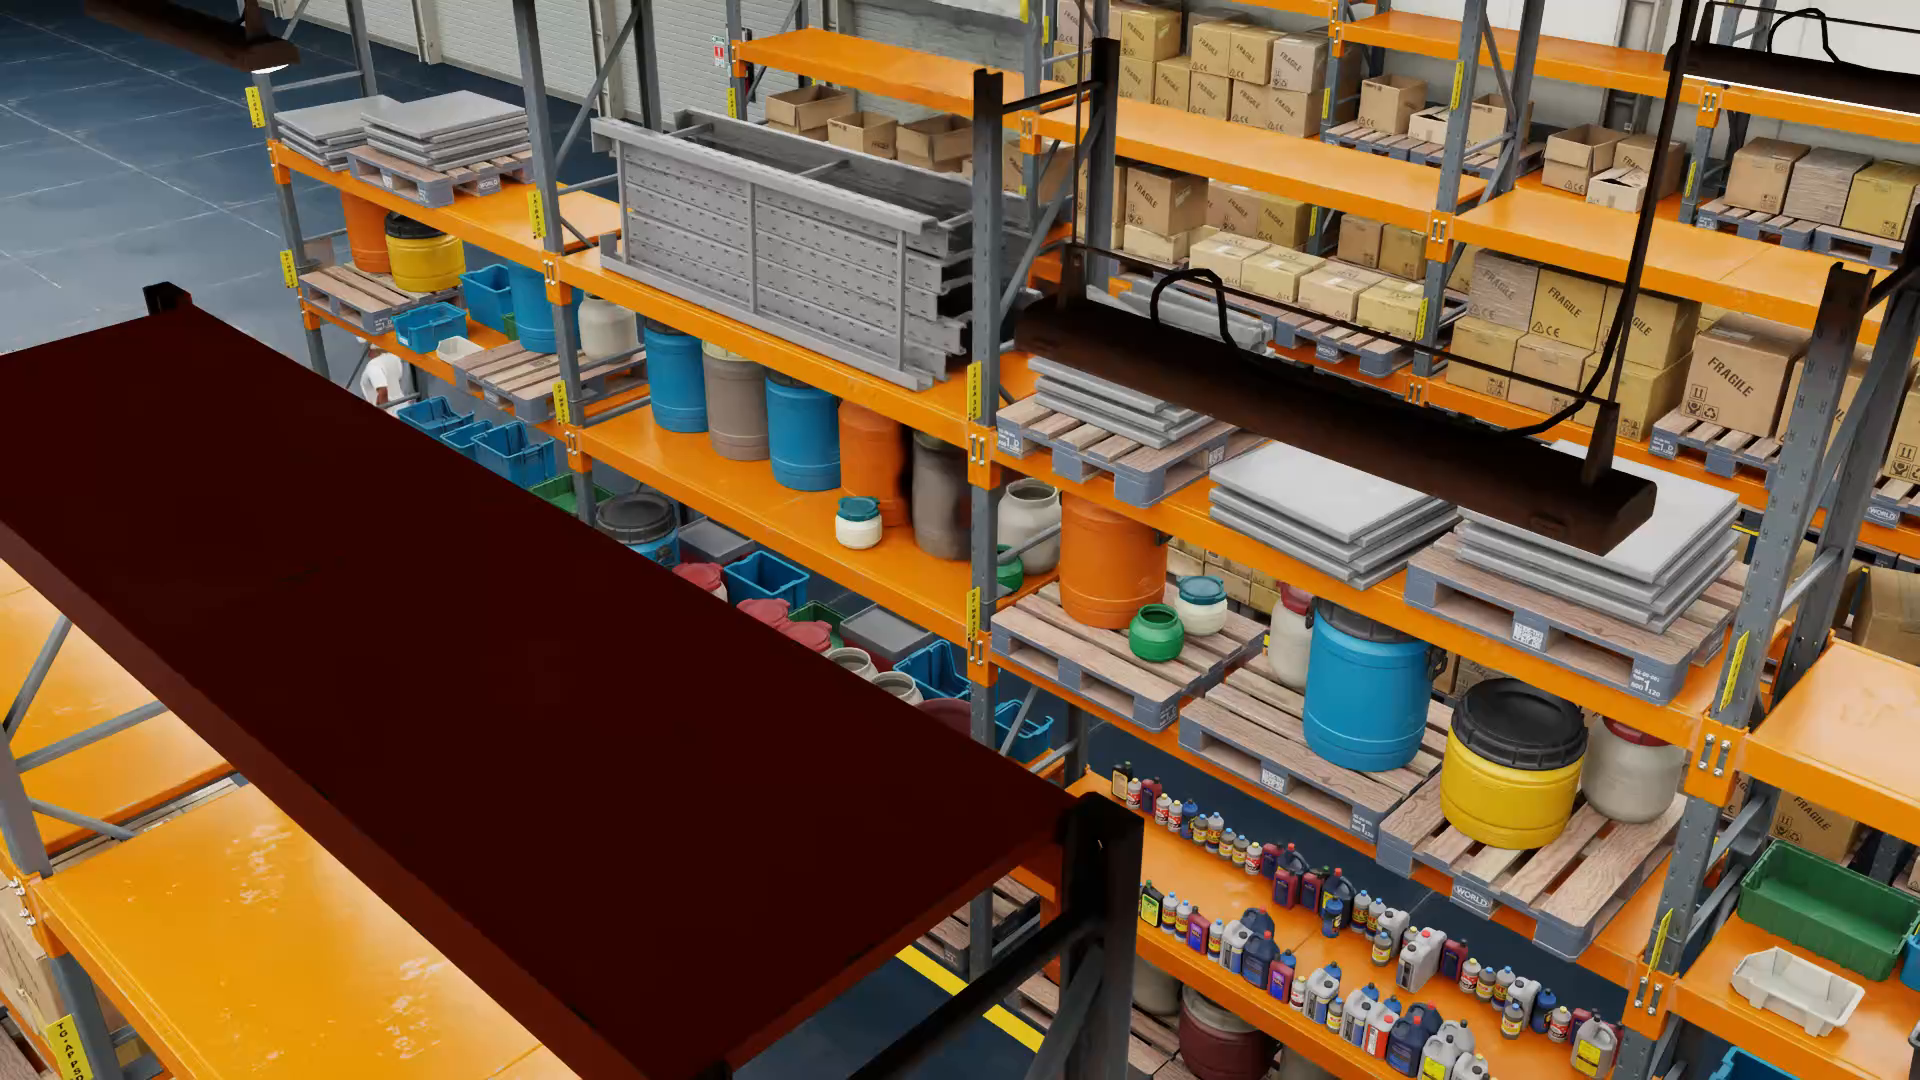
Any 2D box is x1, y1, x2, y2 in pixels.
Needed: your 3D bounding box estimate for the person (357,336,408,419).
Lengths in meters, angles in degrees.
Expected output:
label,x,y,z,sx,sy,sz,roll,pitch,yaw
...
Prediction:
label,x,y,z,sx,sy,sz,roll,pitch,yaw
person,-5.810,-1.296,16.792,0.648,1.719,0.723,4,30,7
